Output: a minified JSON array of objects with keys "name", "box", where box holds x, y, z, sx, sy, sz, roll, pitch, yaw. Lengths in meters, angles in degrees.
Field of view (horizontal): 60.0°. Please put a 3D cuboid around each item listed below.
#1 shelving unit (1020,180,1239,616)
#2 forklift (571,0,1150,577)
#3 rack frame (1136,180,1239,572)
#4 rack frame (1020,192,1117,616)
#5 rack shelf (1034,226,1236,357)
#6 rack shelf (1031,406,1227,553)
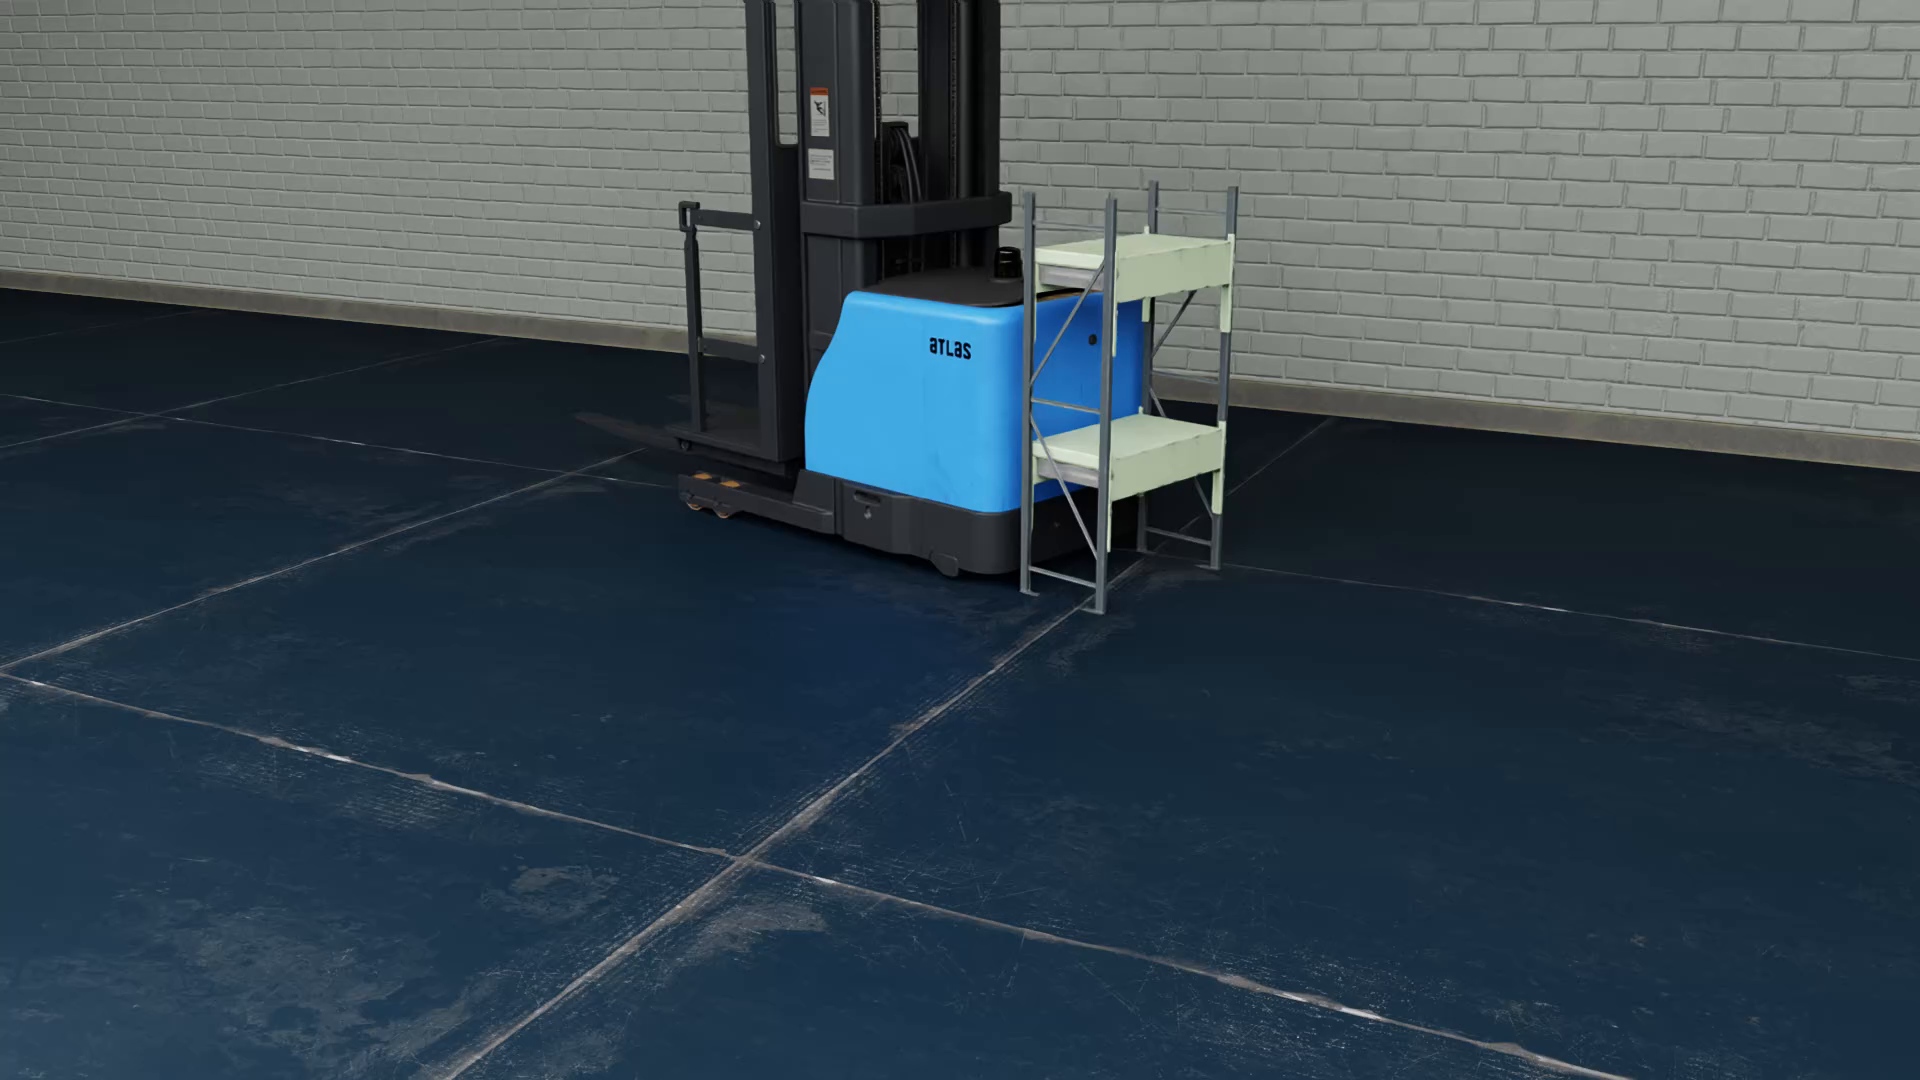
[{"name":"shelving unit","box":[0.633,-0.558,6.269,0.431,1.500,0.755,15,22,41]},{"name":"forklift","box":[-0.625,-1.595,7.248,3.031,2.935,1.130,15,22,41]},{"name":"rack frame","box":[0.883,-0.635,6.526,0.400,1.500,0.023,15,22,41]},{"name":"rack frame","box":[0.383,-0.482,6.013,0.400,1.500,0.023,15,22,41]},{"name":"rack shelf","box":[0.633,-0.932,6.158,0.431,0.370,0.720,15,22,41]},{"name":"rack shelf","box":[0.633,-0.246,6.362,0.431,0.370,0.720,15,22,41]}]
